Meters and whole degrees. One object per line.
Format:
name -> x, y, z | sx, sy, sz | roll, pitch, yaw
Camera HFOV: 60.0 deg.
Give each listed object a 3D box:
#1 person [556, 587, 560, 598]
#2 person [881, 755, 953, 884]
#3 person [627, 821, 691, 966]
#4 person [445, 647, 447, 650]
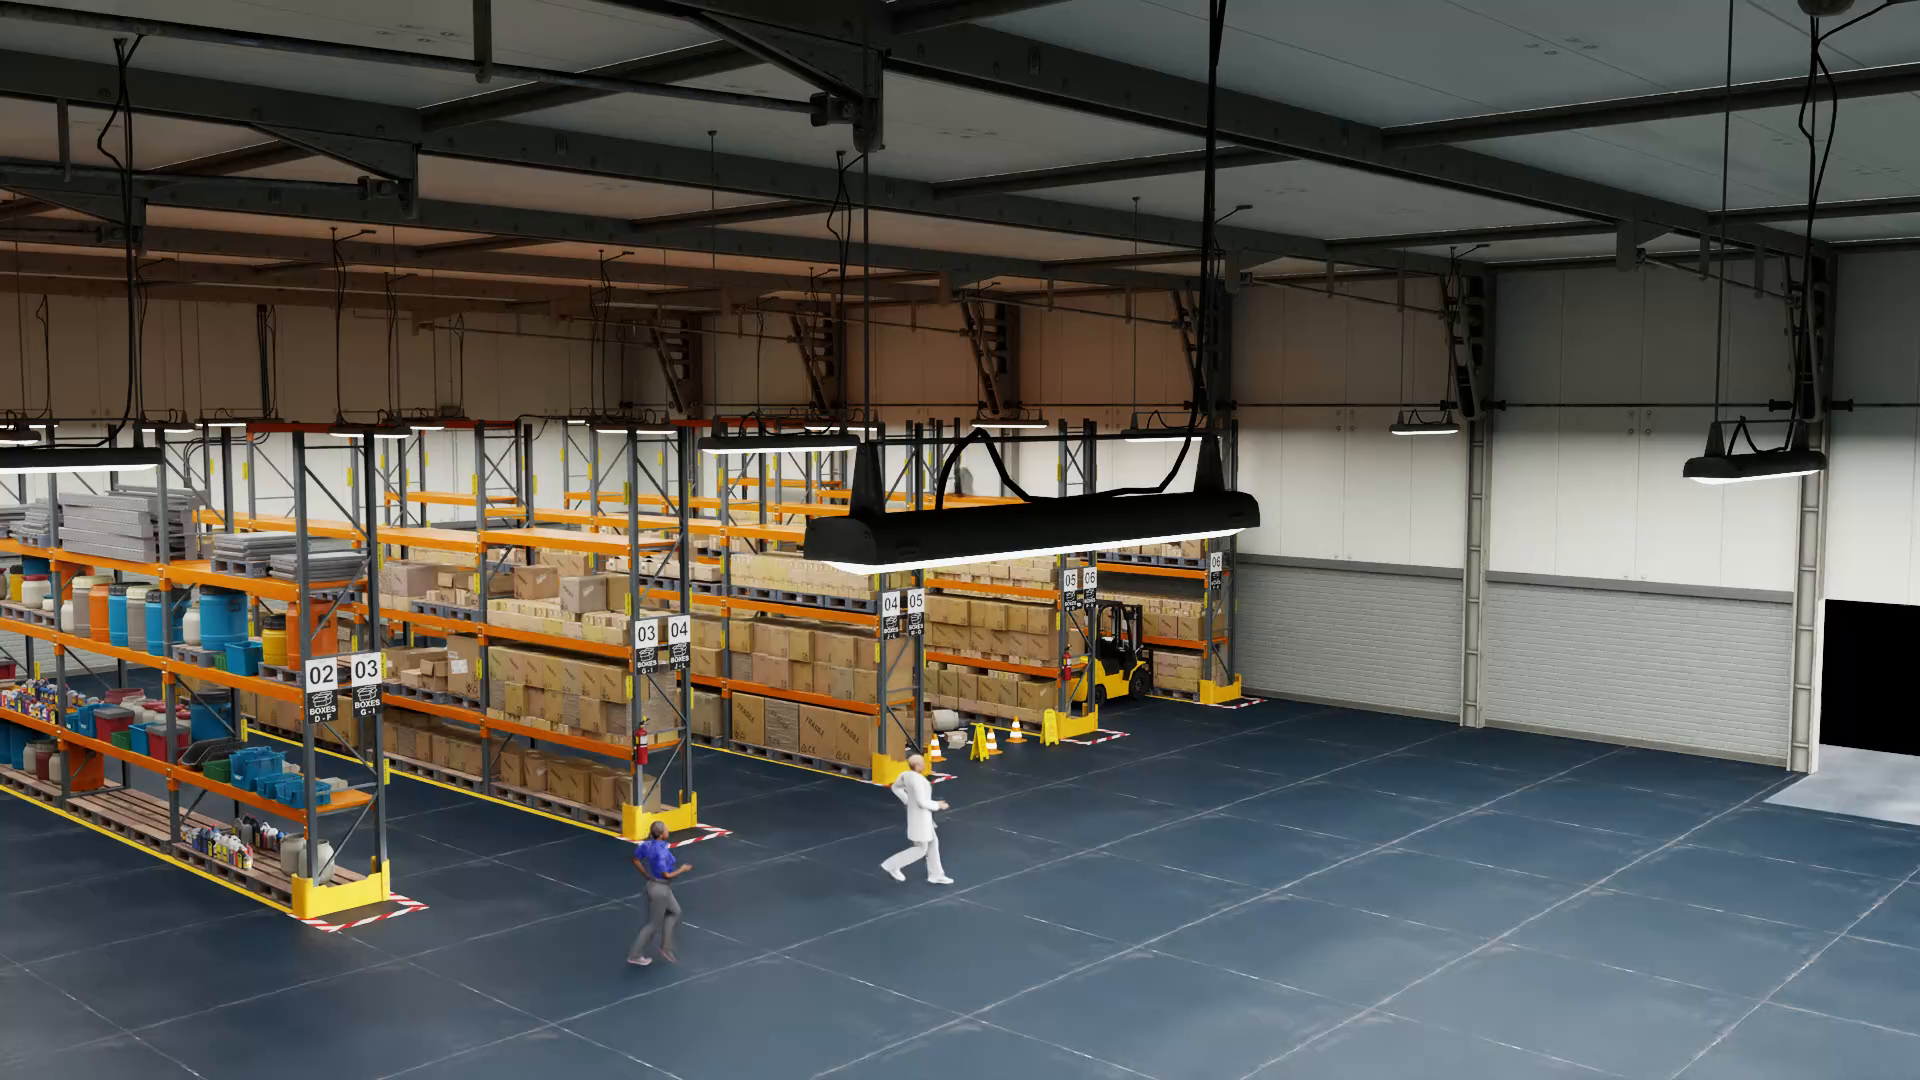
person -> -10.564, 1.978, 43.478 | 0.649, 1.586, 0.740 | -3, 6, -36
person -> -0.566, 3.684, 21.799 | 1.017, 1.775, 0.723 | -1, 5, -18
person -> -3.387, 3.997, 18.677 | 0.746, 1.699, 0.554 | -2, 5, -25
person -> -10.462, 2.836, 34.313 | 0.549, 1.415, 0.839 | -4, 6, -44
